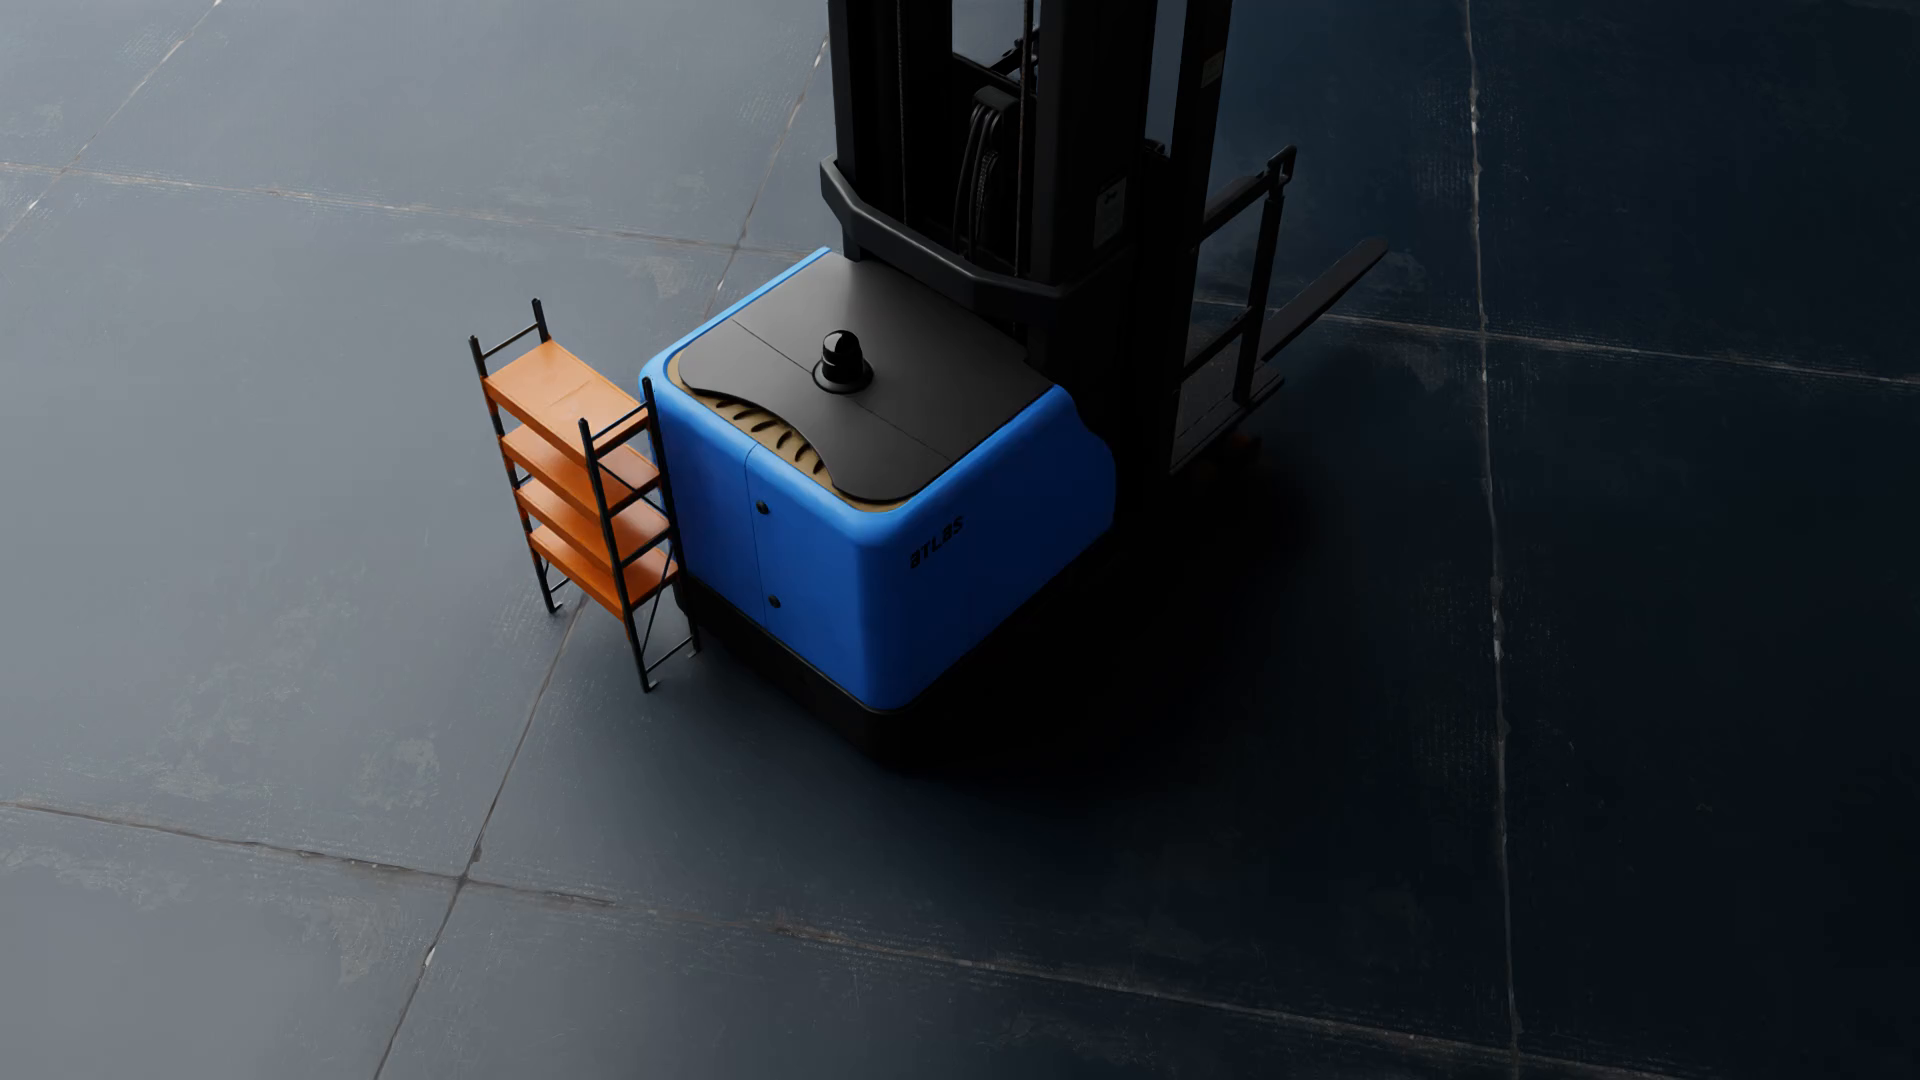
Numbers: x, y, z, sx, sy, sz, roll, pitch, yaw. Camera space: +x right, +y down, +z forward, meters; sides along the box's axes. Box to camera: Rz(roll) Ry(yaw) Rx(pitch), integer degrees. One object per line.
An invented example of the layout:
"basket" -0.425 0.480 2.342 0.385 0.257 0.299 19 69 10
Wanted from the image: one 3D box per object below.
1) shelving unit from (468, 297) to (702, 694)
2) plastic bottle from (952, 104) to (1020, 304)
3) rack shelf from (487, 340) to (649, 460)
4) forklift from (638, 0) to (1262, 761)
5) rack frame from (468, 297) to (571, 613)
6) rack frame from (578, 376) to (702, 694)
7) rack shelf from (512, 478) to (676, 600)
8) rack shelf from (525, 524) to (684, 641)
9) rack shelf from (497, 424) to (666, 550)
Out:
"shelving unit" -14.268 -2.411 6.606 23.557 1.972 14.109 35 57 27
"plastic bottle" -18.496 -4.973 8.762 38.756 1.202 4.647 8 49 7
"rack shelf" -1.109 -0.391 4.713 0.457 0.050 0.221 35 57 27
"forklift" 0.052 -1.001 4.722 1.129 2.867 1.939 34 56 27
"rack frame" -1.287 -0.226 5.146 0.015 1.200 0.240 35 57 27
"rack frame" -0.930 0.021 4.924 0.015 1.200 0.240 35 57 27
"rack shelf" -14.273 -2.567 6.438 23.546 1.513 14.109 35 57 27
"rack shelf" -1.108 0.075 5.233 0.480 0.148 0.258 35 57 27
"rack shelf" -1.109 -0.207 4.919 0.480 0.148 0.258 35 57 27
